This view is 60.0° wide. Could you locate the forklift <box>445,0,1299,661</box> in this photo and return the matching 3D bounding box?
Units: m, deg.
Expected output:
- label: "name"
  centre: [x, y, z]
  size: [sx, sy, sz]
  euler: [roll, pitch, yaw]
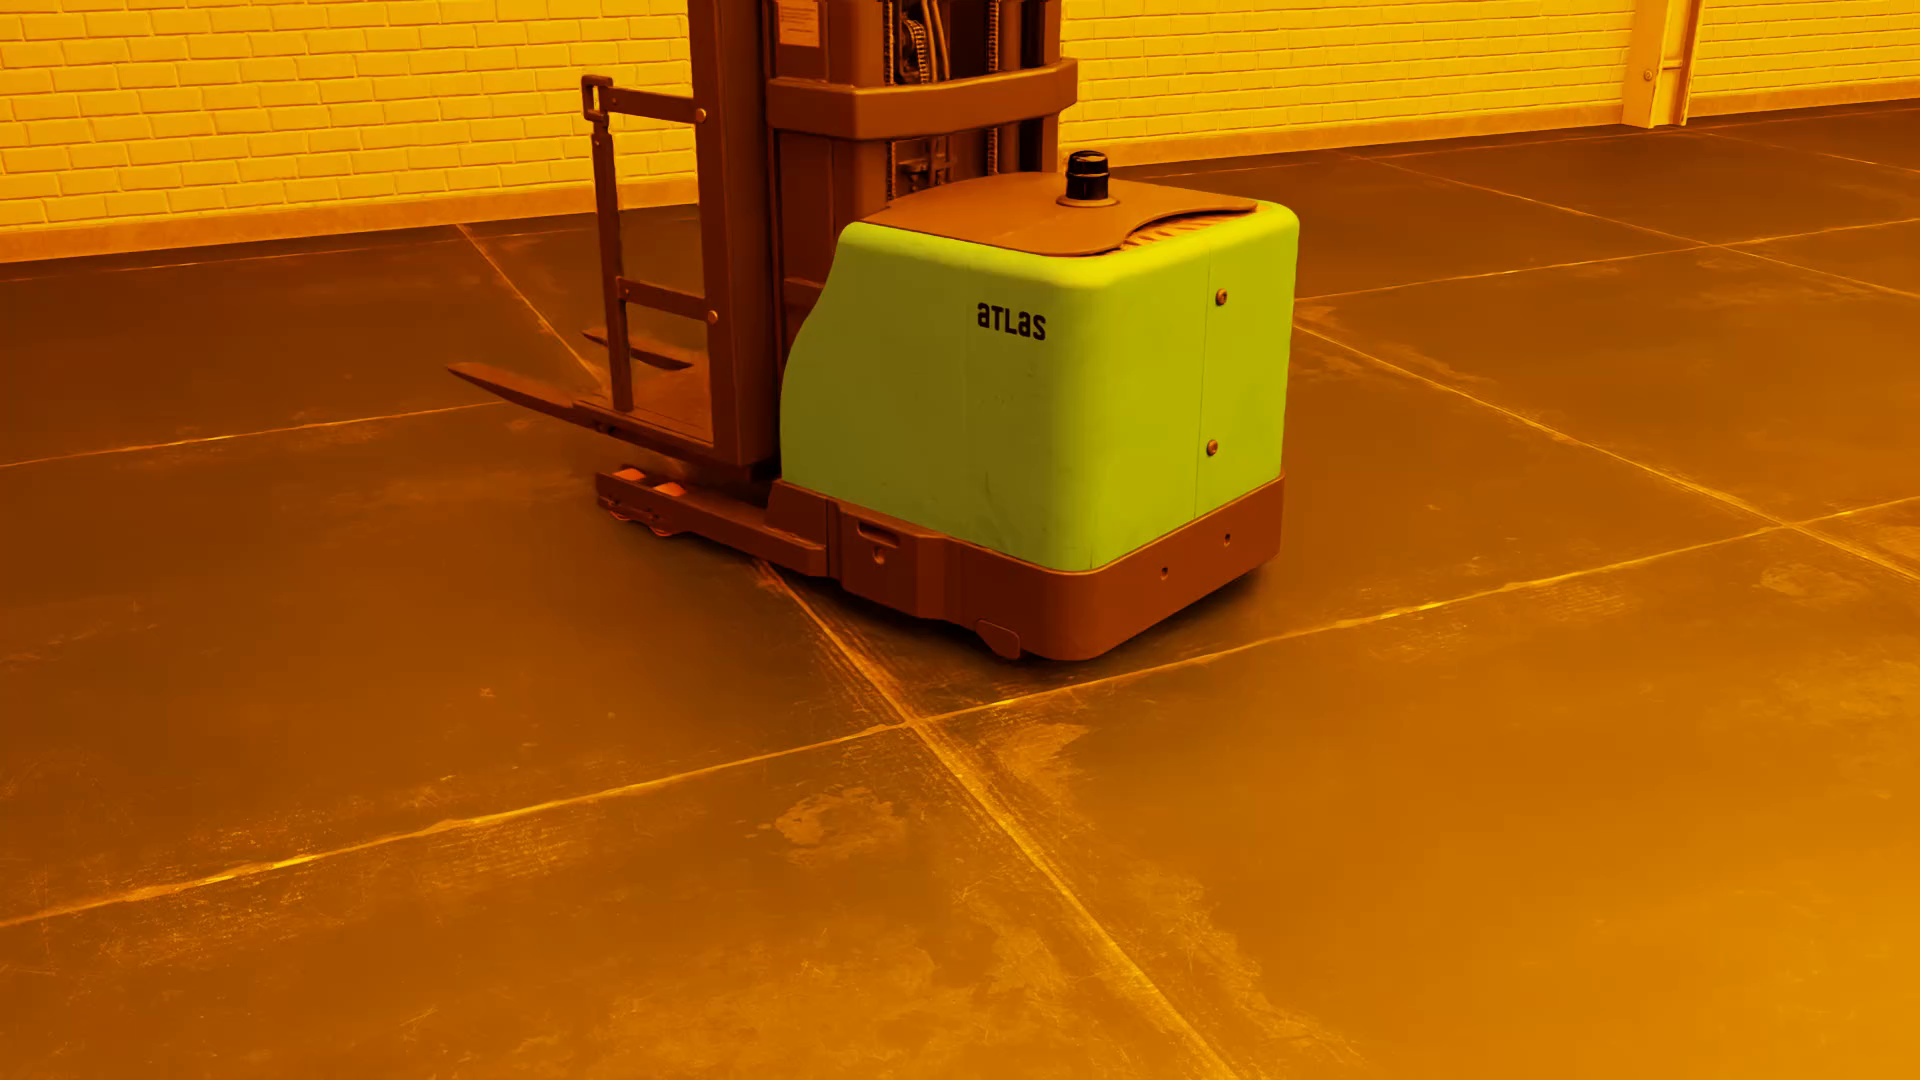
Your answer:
- label: "forklift"
  centre: [-0.512, -1.497, 4.890]
  size: [3.031, 2.935, 1.130]
  euler: [18, 29, 37]
